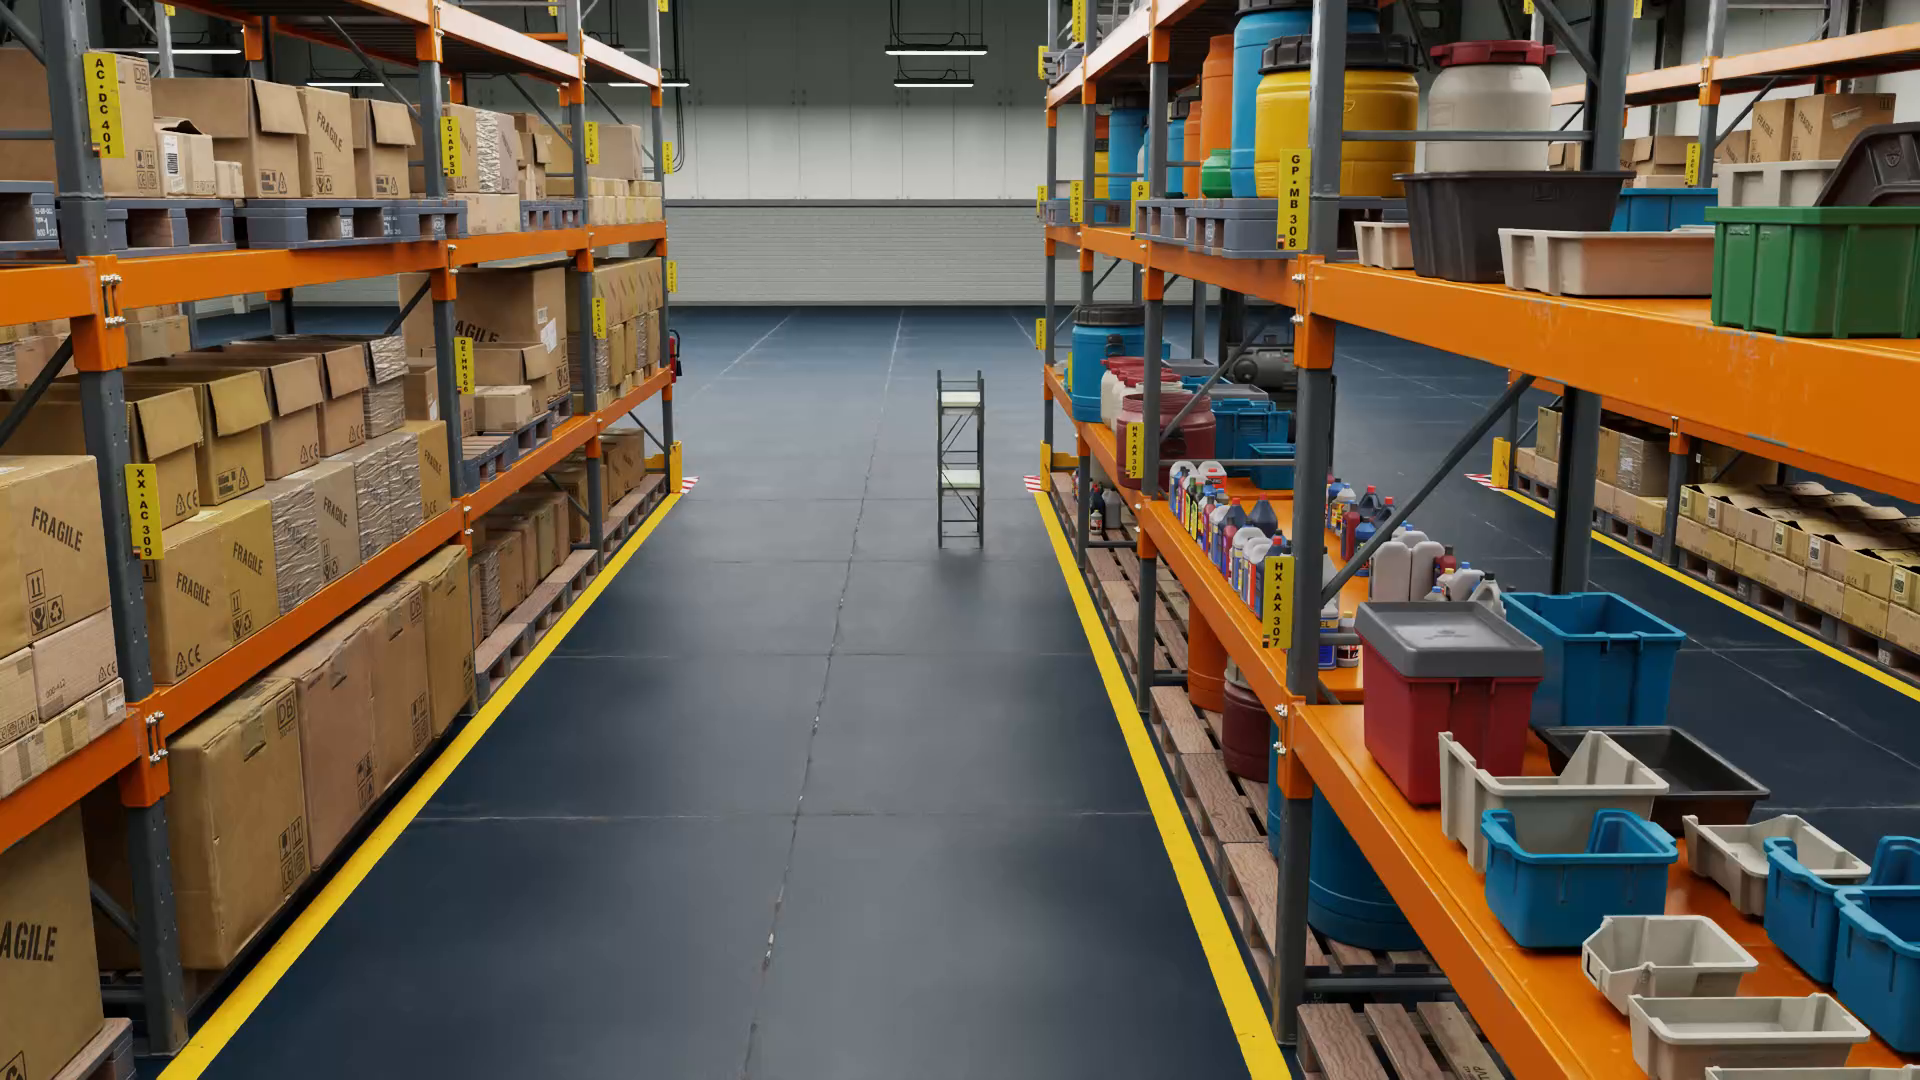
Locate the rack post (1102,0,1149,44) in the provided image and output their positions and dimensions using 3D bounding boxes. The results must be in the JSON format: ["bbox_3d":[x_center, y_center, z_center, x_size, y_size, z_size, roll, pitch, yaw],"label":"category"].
[{"bbox_3d":[1.611,-3.886,11.079,1.013,1.000,3.121,0,11,-1],"label":"rack post"}]

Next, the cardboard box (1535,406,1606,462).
[{"bbox_3d":[6.155,-1.073,16.776,0.500,0.500,0.500,0,11,-1],"label":"cardboard box"}]

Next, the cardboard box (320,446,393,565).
[{"bbox_3d":[-3.109,-0.173,8.118,0.500,0.500,0.500,-1,11,-3],"label":"cardboard box"}]

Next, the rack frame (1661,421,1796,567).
[{"bbox_3d":[6.436,-1.259,13.720,1.000,3.000,0.127,0,11,-1],"label":"rack frame"}]

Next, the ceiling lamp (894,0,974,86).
[{"bbox_3d":[-0.652,-12.885,41.257,2.000,3.185,0.800,0,11,-1],"label":"ceiling lamp"}]

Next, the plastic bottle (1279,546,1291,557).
[{"bbox_3d":[1.303,0.194,6.683,0.144,0.351,0.185,0,11,-1],"label":"plastic bottle"}]

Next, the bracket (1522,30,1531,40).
[{"bbox_3d":[11.467,-10.138,33.343,0.235,0.232,0.430,0,11,-1],"label":"bracket"}]

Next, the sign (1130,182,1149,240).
[{"bbox_3d":[1.017,-1.859,9.398,0.100,0.325,0.005,0,11,-1],"label":"sign"}]

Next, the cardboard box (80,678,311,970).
[{"bbox_3d":[-3.336,1.080,6.480,1.225,0.875,0.875,0,11,-1],"label":"cardboard box"}]

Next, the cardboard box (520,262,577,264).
[{"bbox_3d":[-3.780,-2.290,15.289,0.500,0.500,0.500,0,11,-1],"label":"cardboard box"}]

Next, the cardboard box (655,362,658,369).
[{"bbox_3d":[-3.338,-1.835,17.192,0.380,0.149,0.250,0,11,-1],"label":"cardboard box"}]

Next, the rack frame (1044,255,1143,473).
[{"bbox_3d":[1.401,-2.034,17.542,1.000,3.000,0.127,0,11,-1],"label":"rack frame"}]

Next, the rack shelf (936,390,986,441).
[{"bbox_3d":[0.000,-1.119,14.839,0.431,0.370,0.720,0,11,-1],"label":"rack shelf"}]

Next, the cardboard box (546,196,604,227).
[{"bbox_3d":[-3.221,-2.706,13.686,0.500,0.250,0.500,-1,11,-3],"label":"cardboard box"}]

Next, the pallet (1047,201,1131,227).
[{"bbox_3d":[1.371,-2.760,14.049,1.213,0.211,1.003,0,11,-1],"label":"pallet"}]

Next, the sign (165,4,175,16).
[{"bbox_3d":[-7.969,-5.450,16.741,0.100,0.325,0.005,0,11,-1],"label":"sign"}]

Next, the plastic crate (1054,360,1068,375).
[{"bbox_3d":[1.098,-1.726,16.685,0.298,0.136,0.250,0,11,-1],"label":"plastic crate"}]

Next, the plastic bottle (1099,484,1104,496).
[{"bbox_3d":[1.274,-0.358,15.006,0.061,0.283,0.133,0,11,-1],"label":"plastic bottle"}]

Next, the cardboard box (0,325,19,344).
[{"bbox_3d":[-8.402,-1.895,13.761,0.875,0.550,0.550,0,11,-1],"label":"cardboard box"}]

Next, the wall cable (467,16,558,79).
[{"bbox_3d":[-12.868,-14.511,47.620,3.097,2.526,0.112,0,11,-1],"label":"wall cable"}]

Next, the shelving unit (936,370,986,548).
[{"bbox_3d":[0.000,-0.736,14.917,0.431,1.500,0.755,0,11,-1],"label":"shelving unit"}]

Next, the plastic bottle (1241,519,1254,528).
[{"bbox_3d":[1.321,0.042,7.633,0.097,0.271,0.097,0,11,0],"label":"plastic bottle"}]

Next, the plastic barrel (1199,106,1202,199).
[{"bbox_3d":[1.767,-2.324,10.165,0.600,0.901,0.600,0,11,0],"label":"plastic barrel"}]

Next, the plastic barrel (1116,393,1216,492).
[{"bbox_3d":[1.254,-0.602,10.139,0.600,0.536,0.708,0,11,-1],"label":"plastic barrel"}]

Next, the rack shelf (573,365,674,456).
[{"bbox_3d":[-3.509,-1.264,15.554,1.077,0.370,4.000,0,11,-1],"label":"rack shelf"}]

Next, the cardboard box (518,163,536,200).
[{"bbox_3d":[-3.348,-2.642,12.277,0.396,0.266,0.258,0,11,1],"label":"cardboard box"}]

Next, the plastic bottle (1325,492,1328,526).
[{"bbox_3d":[1.993,-0.180,8.901,0.097,0.201,0.097,0,11,0],"label":"plastic bottle"}]

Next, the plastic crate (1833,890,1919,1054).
[{"bbox_3d":[2.029,0.887,3.415,0.416,0.233,0.300,0,11,-1],"label":"plastic crate"}]

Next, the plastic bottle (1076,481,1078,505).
[{"bbox_3d":[1.136,-0.463,15.553,0.097,0.271,0.097,0,11,0],"label":"plastic bottle"}]

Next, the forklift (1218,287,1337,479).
[{"bbox_3d":[3.126,-1.756,16.344,1.130,2.935,3.031,0,11,-1],"label":"forklift"}]

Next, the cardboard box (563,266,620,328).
[{"bbox_3d":[-3.235,-2.094,14.320,0.500,0.500,0.500,0,11,-1],"label":"cardboard box"}]

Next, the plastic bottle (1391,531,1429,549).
[{"bbox_3d":[1.997,0.088,7.393,0.152,0.276,0.135,0,11,-1],"label":"plastic bottle"}]

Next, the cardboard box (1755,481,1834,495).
[{"bbox_3d":[6.731,-0.313,13.505,0.500,0.311,0.500,0,11,-1],"label":"cardboard box"}]

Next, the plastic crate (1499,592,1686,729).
[{"bbox_3d":[2.000,0.421,5.330,0.392,0.384,0.575,0,11,-1],"label":"plastic crate"}]

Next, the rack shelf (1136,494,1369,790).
[{"bbox_3d":[1.608,0.306,7.816,1.077,0.370,4.000,0,11,-1],"label":"rack shelf"}]

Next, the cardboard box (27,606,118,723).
[{"bbox_3d":[-3.031,0.386,5.242,0.500,0.250,0.500,0,11,-2],"label":"cardboard box"}]

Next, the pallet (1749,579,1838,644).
[{"bbox_3d":[6.519,0.497,12.078,1.003,0.211,1.213,0,11,-1],"label":"pallet"}]

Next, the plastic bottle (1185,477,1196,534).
[{"bbox_3d":[1.219,-0.181,8.699,0.061,0.283,0.133,0,11,-1],"label":"plastic bottle"}]

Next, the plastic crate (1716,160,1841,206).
[{"bbox_3d":[1.995,-0.708,3.757,0.437,0.282,0.530,0,11,-1],"label":"plastic crate"}]

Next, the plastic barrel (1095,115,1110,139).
[{"bbox_3d":[1.538,-3.825,16.686,0.600,0.830,0.708,0,11,-1],"label":"plastic barrel"}]

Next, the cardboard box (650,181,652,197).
[{"bbox_3d":[-3.229,-3.446,16.330,0.380,0.149,0.250,-1,11,-4],"label":"cardboard box"}]

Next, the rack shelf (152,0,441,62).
[{"bbox_3d":[-3.344,-2.418,7.159,1.077,0.370,4.000,0,11,-1],"label":"rack shelf"}]

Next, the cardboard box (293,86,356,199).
[{"bbox_3d":[-3.195,-1.856,7.813,0.500,0.500,0.500,0,11,2],"label":"cardboard box"}]

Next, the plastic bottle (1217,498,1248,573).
[{"bbox_3d":[1.280,-0.025,7.763,0.144,0.351,0.185,0,11,-1],"label":"plastic bottle"}]

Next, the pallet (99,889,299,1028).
[{"bbox_3d":[-3.394,1.585,6.716,1.003,0.211,1.213,0,11,-1],"label":"pallet"}]

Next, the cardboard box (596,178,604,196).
[{"bbox_3d":[-3.224,-2.984,14.051,0.380,0.149,0.250,0,11,-1],"label":"cardboard box"}]

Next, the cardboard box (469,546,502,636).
[{"bbox_3d":[-3.443,0.342,11.008,0.700,0.500,0.500,-1,12,-6],"label":"cardboard box"}]

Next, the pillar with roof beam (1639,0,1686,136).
[{"bbox_3d":[7.634,-7.247,28.149,9.100,9.000,0.548,0,11,-1],"label":"pillar with roof beam"}]

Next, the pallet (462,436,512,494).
[{"bbox_3d":[-3.506,-0.471,10.319,1.213,0.211,1.003,0,11,-1],"label":"pallet"}]

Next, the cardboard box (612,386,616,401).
[{"bbox_3d":[-3.211,-1.289,14.499,0.380,0.149,0.250,0,11,-1],"label":"cardboard box"}]

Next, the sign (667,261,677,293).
[{"bbox_3d":[-2.995,-2.735,17.287,0.100,0.325,0.005,0,11,-1],"label":"sign"}]

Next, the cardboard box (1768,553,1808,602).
[{"bbox_3d":[6.229,0.270,12.044,0.500,0.250,0.500,0,11,0],"label":"cardboard box"}]

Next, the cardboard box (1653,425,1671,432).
[{"bbox_3d":[6.719,-0.777,15.317,0.500,0.500,0.500,0,11,-1],"label":"cardboard box"}]

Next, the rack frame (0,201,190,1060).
[{"bbox_3d":[-3.303,0.371,5.684,1.000,3.000,0.127,0,11,-1],"label":"rack frame"}]

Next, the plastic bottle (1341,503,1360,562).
[{"bbox_3d":[1.885,-0.044,8.024,0.061,0.283,0.133,0,11,-1],"label":"plastic bottle"}]

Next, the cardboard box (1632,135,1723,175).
[{"bbox_3d":[6.529,-3.382,14.972,0.797,0.503,0.637,1,12,5],"label":"cardboard box"}]

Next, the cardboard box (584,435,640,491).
[{"bbox_3d":[-3.508,-0.752,16.452,0.500,0.500,0.500,3,12,14],"label":"cardboard box"}]

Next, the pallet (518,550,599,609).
[{"bbox_3d":[-3.450,0.302,13.037,1.003,0.211,1.213,0,11,-1],"label":"pallet"}]

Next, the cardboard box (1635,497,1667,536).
[{"bbox_3d":[6.208,-0.208,14.401,0.500,0.250,0.500,0,11,-1],"label":"cardboard box"}]
